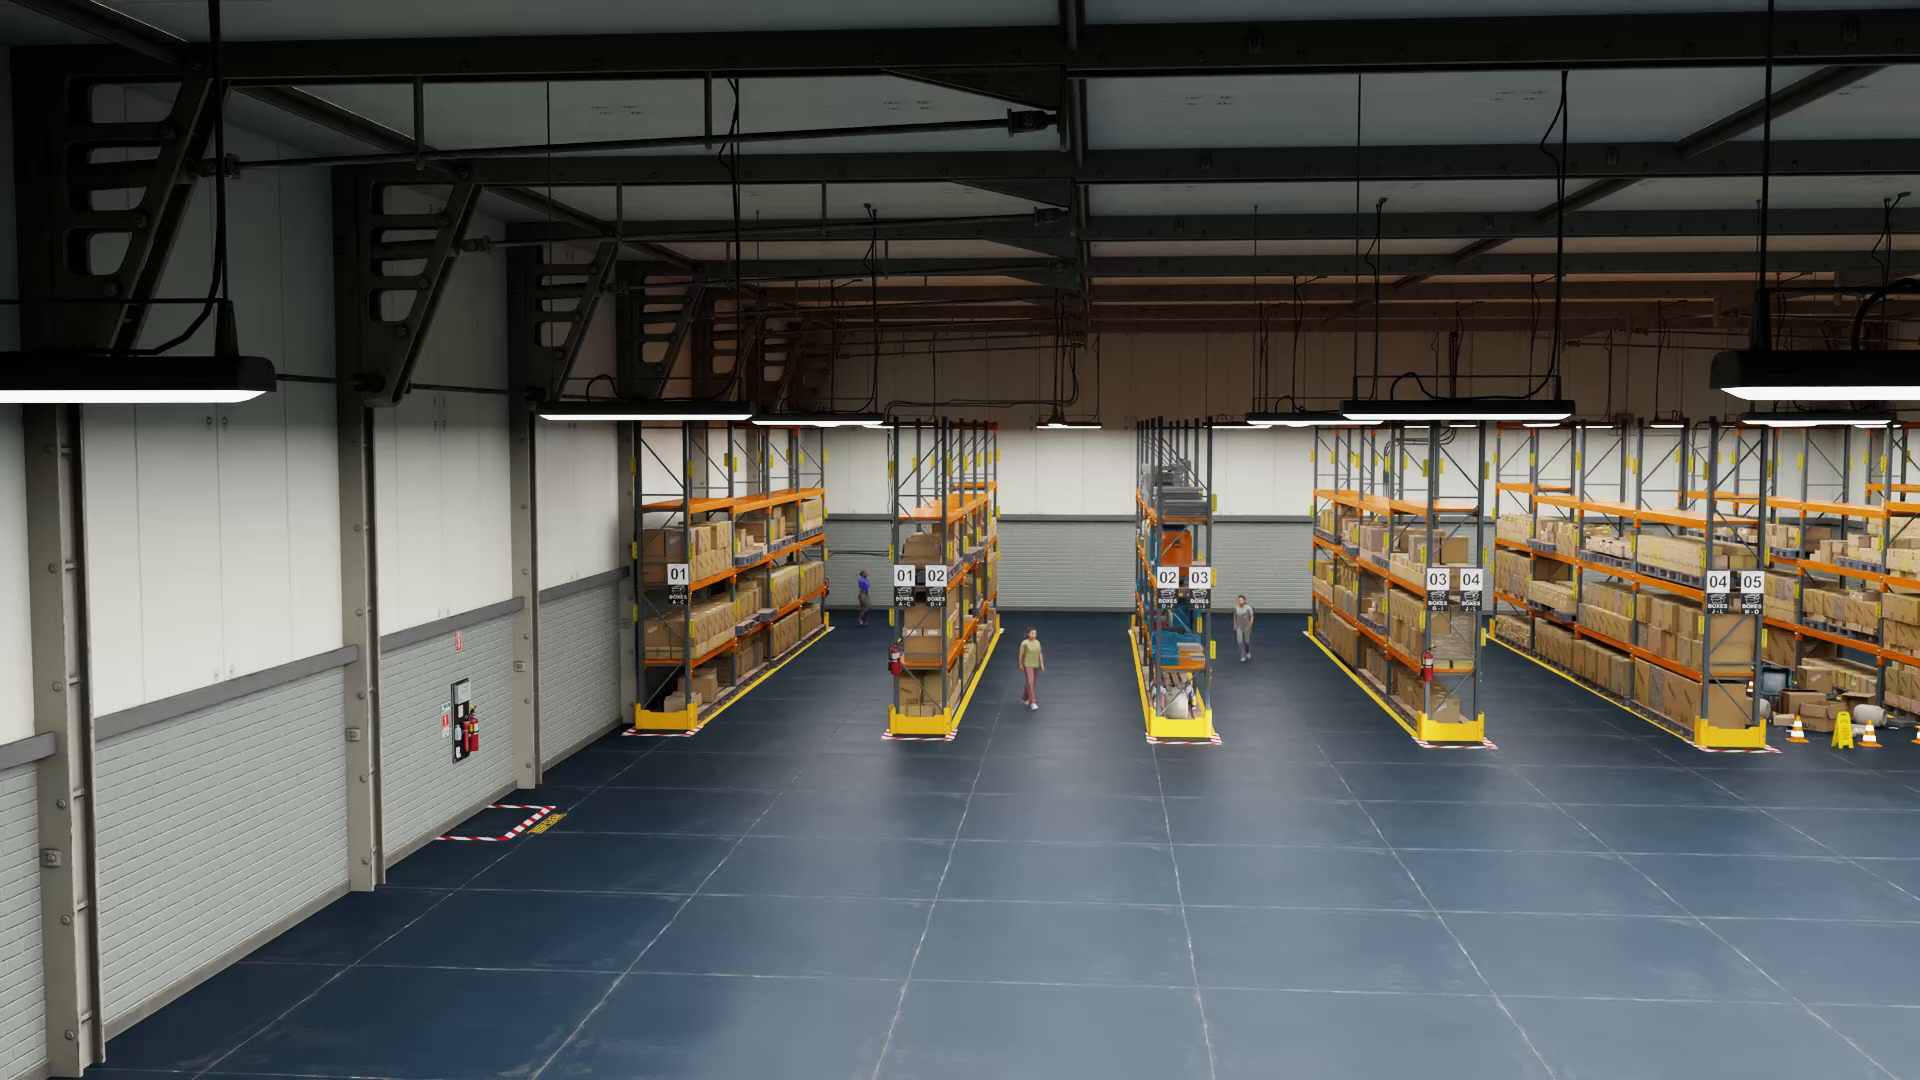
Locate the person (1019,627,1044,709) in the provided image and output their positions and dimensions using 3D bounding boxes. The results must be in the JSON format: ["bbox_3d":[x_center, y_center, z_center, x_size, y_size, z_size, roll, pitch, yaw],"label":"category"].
[{"bbox_3d":[1.507,2.632,34.484,0.491,1.637,0.857,-3,5,-35],"label":"person"}]

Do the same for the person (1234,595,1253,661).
[{"bbox_3d":[7.112,2.190,41.619,0.496,1.652,0.589,1,4,20],"label":"person"}]

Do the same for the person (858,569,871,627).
[{"bbox_3d":[-2.807,1.703,48.945,0.405,1.658,0.472,0,4,3],"label":"person"}]
